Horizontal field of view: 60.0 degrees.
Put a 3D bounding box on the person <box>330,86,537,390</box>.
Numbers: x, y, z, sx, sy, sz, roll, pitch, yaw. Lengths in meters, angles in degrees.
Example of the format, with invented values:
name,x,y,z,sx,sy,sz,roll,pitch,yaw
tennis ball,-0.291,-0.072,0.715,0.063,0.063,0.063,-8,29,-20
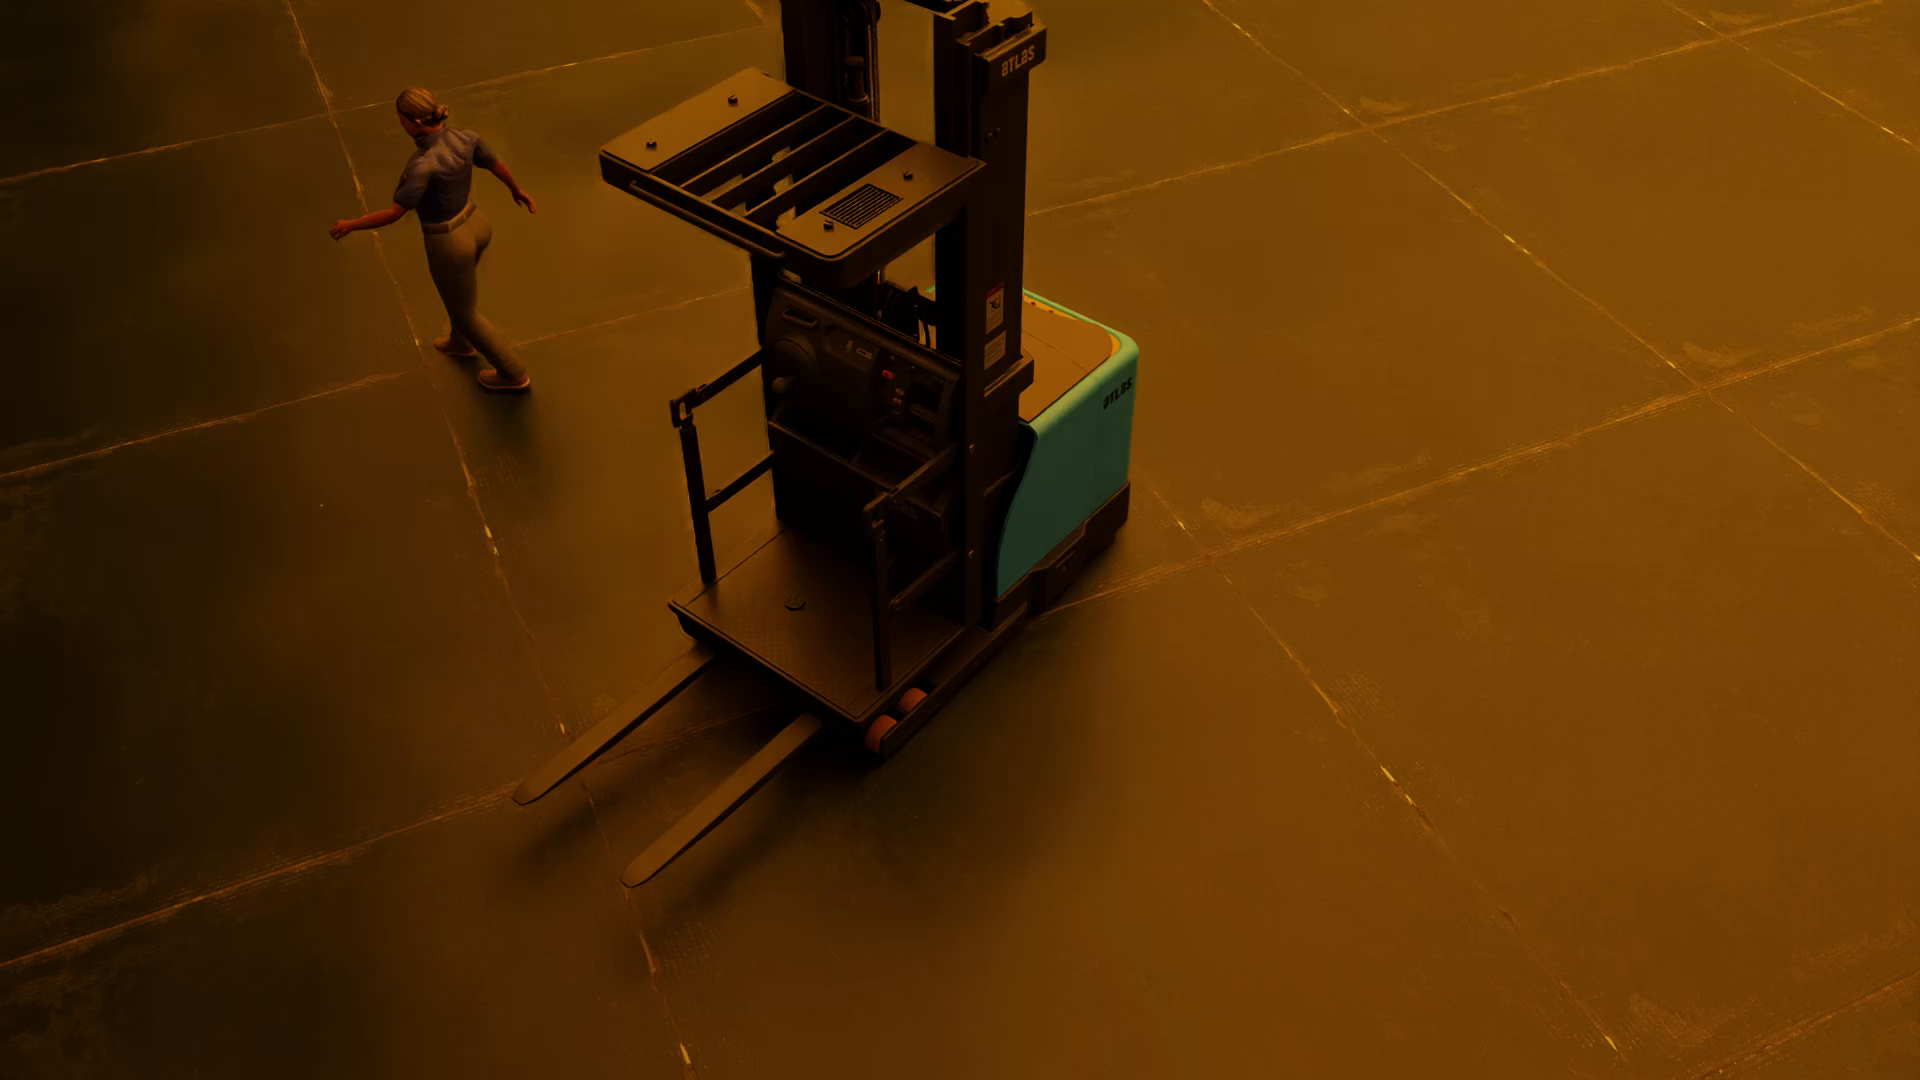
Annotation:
name,x,y,z,sx,sy,sz,roll,pitch,yaw
person,-2.544,-1.522,8.282,0.732,1.639,0.891,13,45,14

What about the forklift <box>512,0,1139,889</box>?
name,x,y,z,sx,sy,sz,roll,pitch,yaw
forklift,-0.524,-0.571,6.292,1.130,2.935,3.031,29,50,27
